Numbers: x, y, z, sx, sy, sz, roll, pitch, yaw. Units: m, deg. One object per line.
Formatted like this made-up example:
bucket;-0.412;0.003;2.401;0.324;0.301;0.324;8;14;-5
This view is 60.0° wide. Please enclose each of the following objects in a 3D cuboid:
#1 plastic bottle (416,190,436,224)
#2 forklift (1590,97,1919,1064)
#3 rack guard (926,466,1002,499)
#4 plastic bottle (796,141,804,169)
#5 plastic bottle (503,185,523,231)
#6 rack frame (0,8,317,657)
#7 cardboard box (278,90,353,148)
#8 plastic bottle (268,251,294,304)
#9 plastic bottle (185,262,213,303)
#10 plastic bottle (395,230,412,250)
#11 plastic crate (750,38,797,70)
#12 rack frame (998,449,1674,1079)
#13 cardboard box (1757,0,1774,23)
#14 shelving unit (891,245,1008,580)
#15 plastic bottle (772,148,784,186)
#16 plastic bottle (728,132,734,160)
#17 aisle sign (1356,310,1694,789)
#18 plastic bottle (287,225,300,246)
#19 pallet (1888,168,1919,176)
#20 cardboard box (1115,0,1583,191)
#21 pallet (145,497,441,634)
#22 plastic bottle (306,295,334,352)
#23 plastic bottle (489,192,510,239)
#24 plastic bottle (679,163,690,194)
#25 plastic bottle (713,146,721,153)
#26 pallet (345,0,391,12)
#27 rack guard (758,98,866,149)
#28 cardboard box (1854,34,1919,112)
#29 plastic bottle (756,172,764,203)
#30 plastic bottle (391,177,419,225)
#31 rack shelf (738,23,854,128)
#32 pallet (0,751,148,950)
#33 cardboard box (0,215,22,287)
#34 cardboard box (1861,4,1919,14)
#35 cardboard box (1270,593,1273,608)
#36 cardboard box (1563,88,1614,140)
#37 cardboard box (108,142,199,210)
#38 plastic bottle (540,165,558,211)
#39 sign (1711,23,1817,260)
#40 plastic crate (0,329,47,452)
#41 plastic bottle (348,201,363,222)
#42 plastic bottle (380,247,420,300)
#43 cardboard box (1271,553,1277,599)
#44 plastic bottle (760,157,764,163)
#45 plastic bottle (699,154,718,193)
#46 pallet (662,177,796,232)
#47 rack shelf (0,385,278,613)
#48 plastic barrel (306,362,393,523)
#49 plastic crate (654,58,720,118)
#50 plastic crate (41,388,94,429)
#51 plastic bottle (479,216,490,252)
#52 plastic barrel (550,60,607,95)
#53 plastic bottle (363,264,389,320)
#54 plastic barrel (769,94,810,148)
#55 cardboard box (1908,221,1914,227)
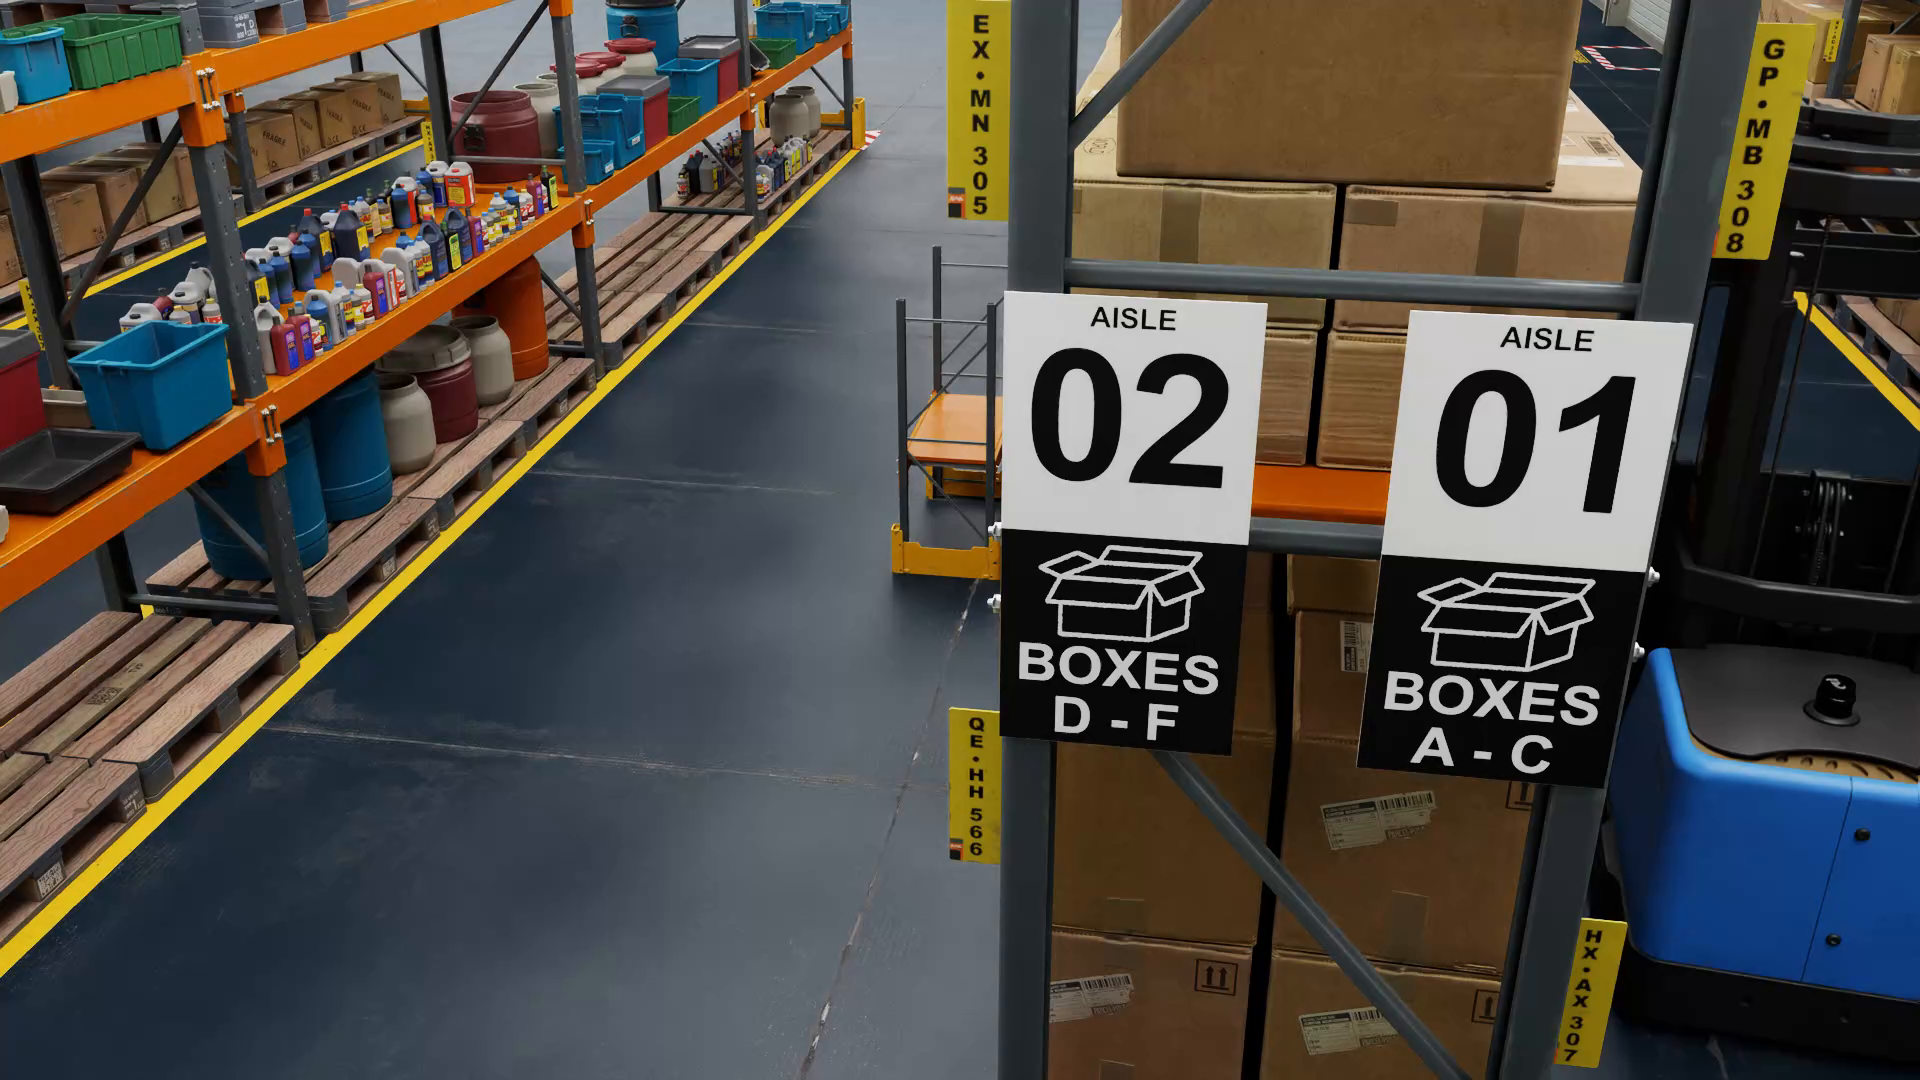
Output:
plastic bottle;-3.343;-2.084;10.399;0.097;0.201;0.097;0;25;0
forklift;3.135;-0.216;6.254;1.130;2.935;3.031;6;26;14
rack guard;0.094;-0.353;9.710;0.587;0.250;0.087;4;25;9
plastic bottle;-1.655;-3.879;16.692;0.152;0.276;0.135;3;25;7
plastic bottle;-2.756;-2.045;10.233;0.097;0.271;0.097;0;25;0
rack frame;-3.658;-0.854;7.537;1.000;3.000;0.127;4;25;9
cardboard box;-6.886;-4.502;17.782;0.500;0.500;0.500;6;26;13
plastic bottle;-3.622;-1.402;8.860;0.097;0.271;0.097;0;25;0
plastic bottle;-3.830;-1.239;8.417;0.144;0.351;0.185;4;25;9
plastic bottle;-3.081;-1.586;9.251;0.097;0.271;0.097;0;25;0
plastic crate;-1.850;-4.652;15.901;0.450;0.188;0.662;4;25;9
rack frame;0.575;1.163;3.226;1.000;3.000;0.127;4;25;9
cardboard box;7.449;-4.650;14.915;0.500;0.500;0.500;5;26;10
shelving unit;0.012;-0.711;9.000;0.587;1.500;1.083;4;25;9
plastic bottle;-1.778;-3.588;15.982;0.144;0.351;0.185;3;25;6
plastic bottle;-2.355;-4.012;16.968;0.061;0.283;0.133;4;25;9
aisle sign;0.853;0.035;2.571;0.394;0.787;0.004;4;25;9
plastic bottle;-3.717;-1.606;9.280;0.061;0.283;0.133;4;25;9
pallet;7.053;-2.585;11.460;1.003;0.211;1.213;4;25;9
cardboard box;0.643;-0.909;2.819;0.700;0.500;0.500;4;25;9
pallet;-3.490;0.089;8.811;1.003;0.211;1.213;4;25;9
plastic bottle;-3.138;-1.066;8.141;0.097;0.271;0.097;0;25;0
plastic bottle;-2.787;-1.964;10.059;0.097;0.271;0.097;0;25;0
plastic bottle;-2.597;-3.393;15.646;0.061;0.283;0.133;5;26;11
plastic bottle;-2.415;-3.738;16.392;0.152;0.276;0.135;4;25;9
pallet;-3.444;-2.937;8.670;1.003;0.211;1.213;4;25;9
rack guard;-1.662;-4.706;18.714;1.175;0.500;0.348;4;25;9
cardboard box;7.307;-3.548;12.655;0.700;0.500;0.500;4;25;9
plastic bottle;-1.866;-3.267;15.390;0.097;0.271;0.097;0;25;0
plastic bottle;-3.469;-2.119;10.385;0.152;0.276;0.135;4;25;9
rack shelf;-2.023;-4.711;16.625;1.077;0.370;4.000;4;25;9
pallet;-3.937;1.231;6.372;1.003;0.211;1.213;4;25;9
cardboard box;-7.801;-2.219;12.882;0.700;0.500;0.500;3;25;6
cardboard box;7.795;-4.193;13.938;0.500;0.500;0.500;4;25;8
cardboard box;1.155;0.316;4.919;0.500;0.500;0.500;4;25;9
cardboard box;1.004;-0.759;3.383;0.500;0.250;0.500;4;25;9
cardboard box;-7.358;-3.355;15.309;0.700;0.500;0.500;2;25;4
plastic bottle;-2.649;-2.276;10.711;0.061;0.283;0.133;4;25;9
sign;1.110;-0.554;2.325;0.100;0.325;0.005;4;25;9
plastic crate;-4.051;-0.554;6.750;0.402;0.464;0.583;4;25;9
plastic bottle;-3.591;-1.877;9.874;0.097;0.271;0.097;0;25;0
plastic bottle;-3.017;-1.450;8.955;0.152;0.276;0.135;4;25;9
cardboard box;1.154;-0.143;4.719;0.500;0.500;0.500;4;25;8
plastic bottle;-1.904;-3.542;15.978;0.097;0.271;0.097;0;25;0
plastic bottle;-2.387;-3.479;15.750;0.144;0.351;0.185;4;25;9
pallet;-2.199;-3.215;15.870;1.003;0.211;1.213;4;25;9
rack shelf;-3.985;0.308;5.902;1.077;0.370;4.000;4;25;9
plastic barrel;-3.436;-0.617;9.009;0.600;0.901;0.708;4;25;9
plastic crate;-2.224;-3.710;13.657;0.392;0.384;0.575;4;25;9
plastic crate;-3.875;-0.577;7.186;0.396;0.136;0.243;4;25;9
plastic bottle;-2.835;-1.810;9.813;0.097;0.201;0.097;0;25;0
plastic barrel;-2.914;-3.389;12.792;0.433;0.535;0.433;0;25;0
plastic bottle;-3.032;-1.297;8.620;0.061;0.283;0.133;4;25;9
plastic barrel;-1.811;-4.446;17.650;0.421;0.512;0.421;0;25;0
cardboard box;7.170;-2.209;11.977;0.500;0.250;0.500;3;25;7
